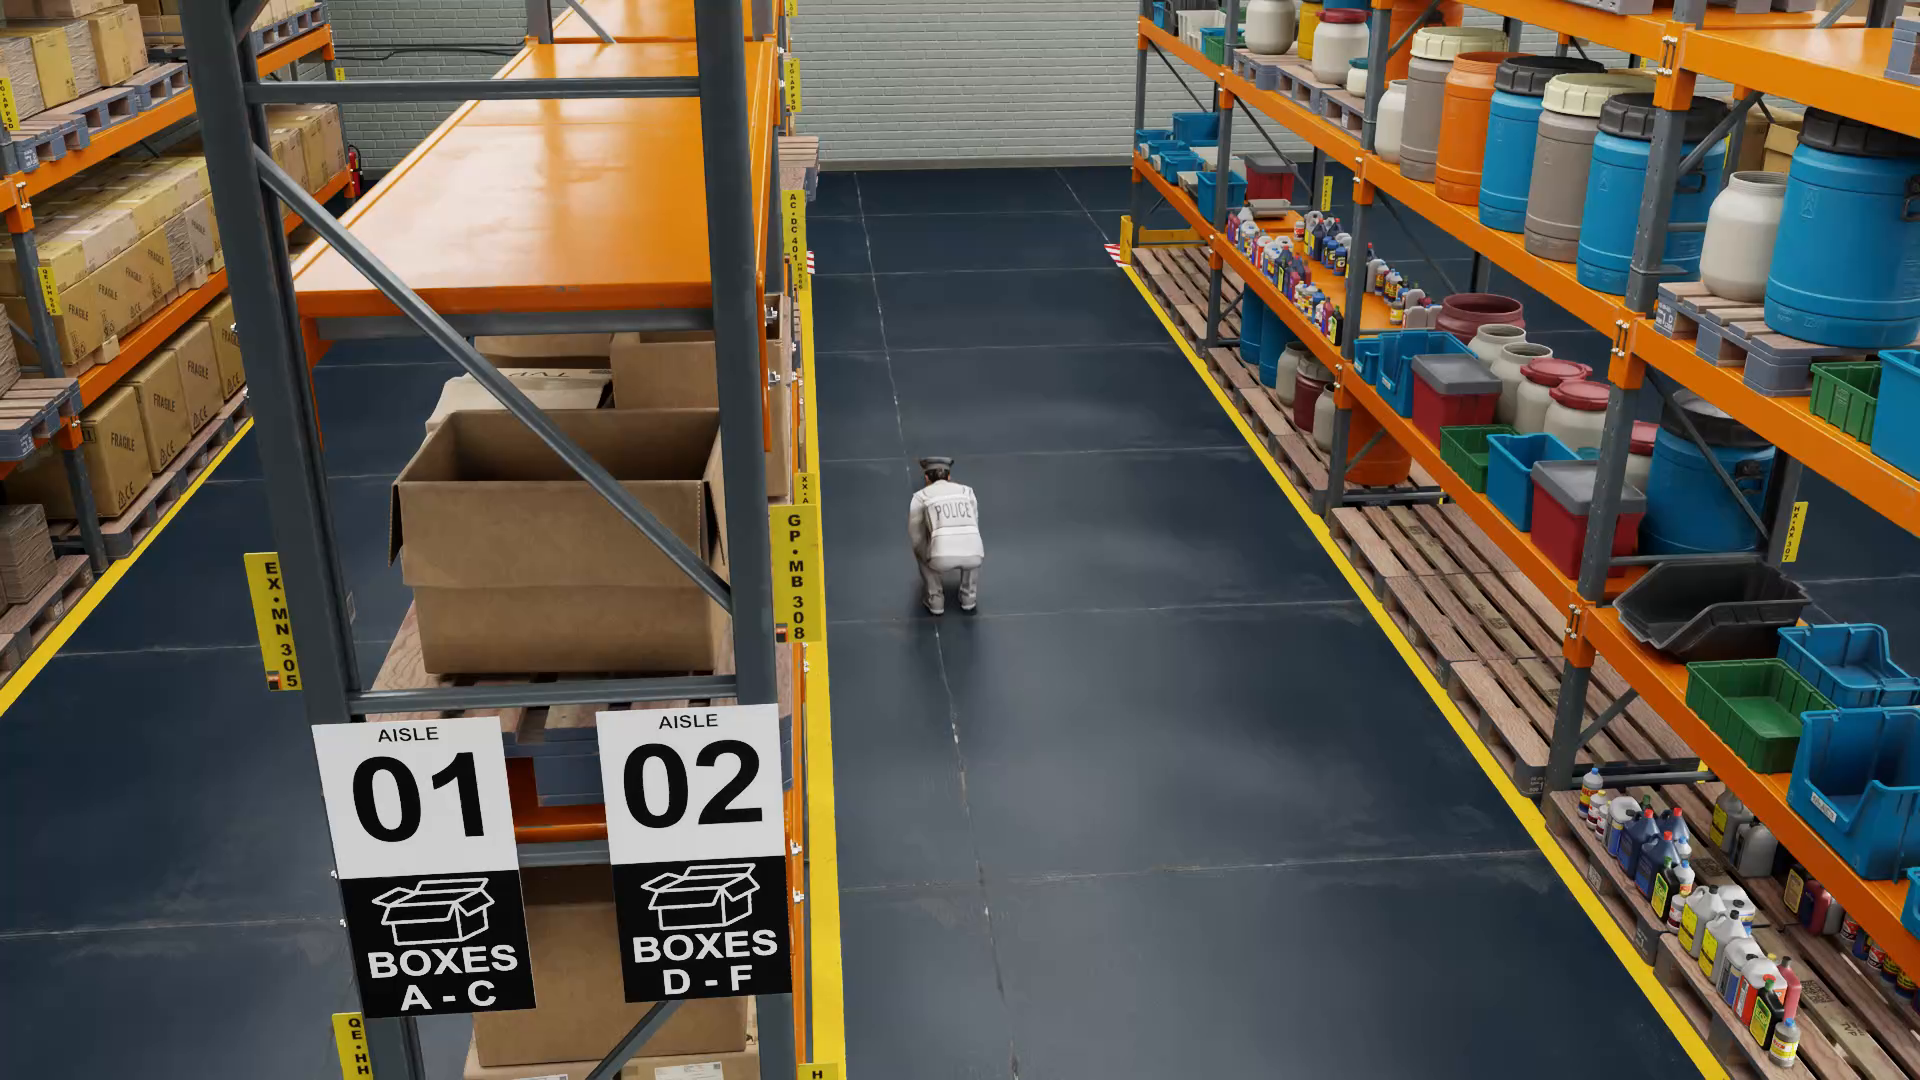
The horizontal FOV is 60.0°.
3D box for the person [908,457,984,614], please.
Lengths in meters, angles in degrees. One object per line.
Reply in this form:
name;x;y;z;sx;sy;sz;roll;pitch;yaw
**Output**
person;-0.090;-0.033;11.242;0.491;0.975;0.817;-3;24;-6
